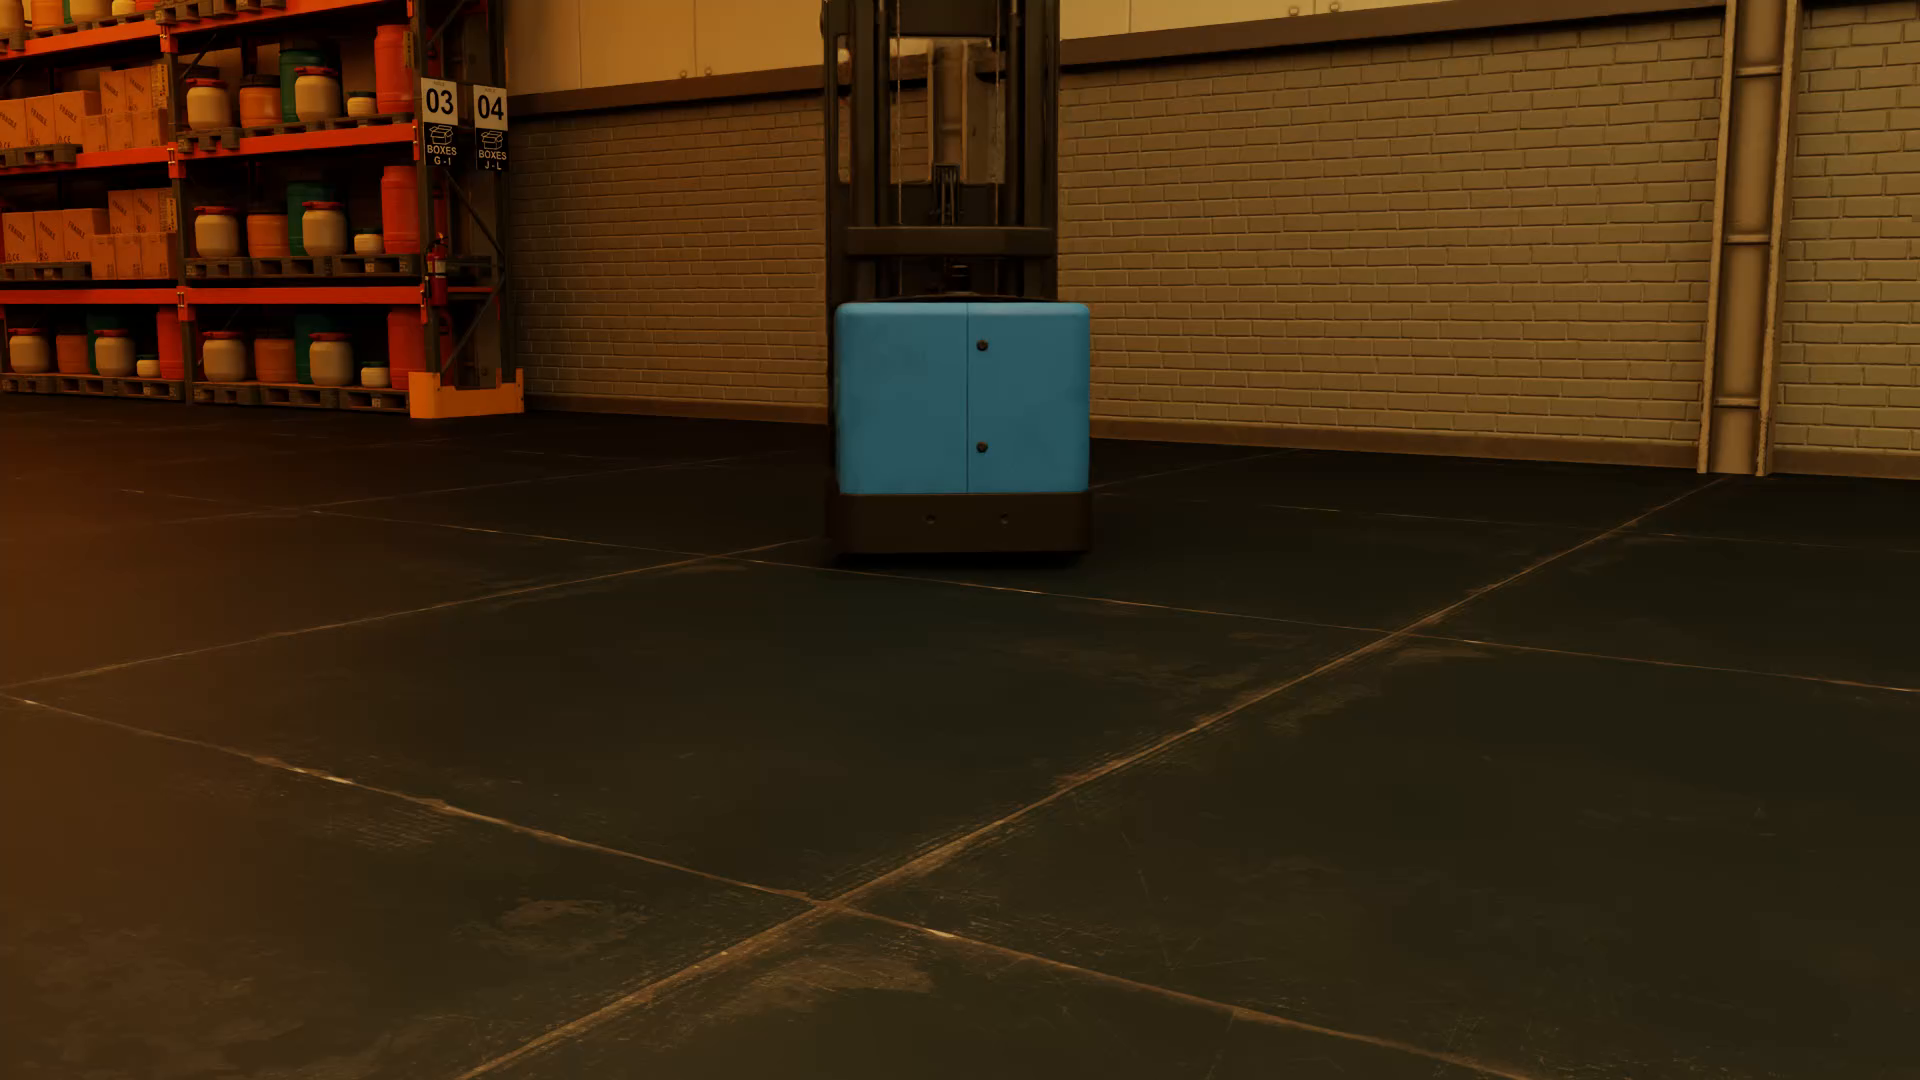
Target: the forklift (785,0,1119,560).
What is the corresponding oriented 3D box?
[{"bbox_3d":[-0.219,-1.538,8.010,1.130,2.935,3.031,-2,8,-15],"label":"forklift"}]
